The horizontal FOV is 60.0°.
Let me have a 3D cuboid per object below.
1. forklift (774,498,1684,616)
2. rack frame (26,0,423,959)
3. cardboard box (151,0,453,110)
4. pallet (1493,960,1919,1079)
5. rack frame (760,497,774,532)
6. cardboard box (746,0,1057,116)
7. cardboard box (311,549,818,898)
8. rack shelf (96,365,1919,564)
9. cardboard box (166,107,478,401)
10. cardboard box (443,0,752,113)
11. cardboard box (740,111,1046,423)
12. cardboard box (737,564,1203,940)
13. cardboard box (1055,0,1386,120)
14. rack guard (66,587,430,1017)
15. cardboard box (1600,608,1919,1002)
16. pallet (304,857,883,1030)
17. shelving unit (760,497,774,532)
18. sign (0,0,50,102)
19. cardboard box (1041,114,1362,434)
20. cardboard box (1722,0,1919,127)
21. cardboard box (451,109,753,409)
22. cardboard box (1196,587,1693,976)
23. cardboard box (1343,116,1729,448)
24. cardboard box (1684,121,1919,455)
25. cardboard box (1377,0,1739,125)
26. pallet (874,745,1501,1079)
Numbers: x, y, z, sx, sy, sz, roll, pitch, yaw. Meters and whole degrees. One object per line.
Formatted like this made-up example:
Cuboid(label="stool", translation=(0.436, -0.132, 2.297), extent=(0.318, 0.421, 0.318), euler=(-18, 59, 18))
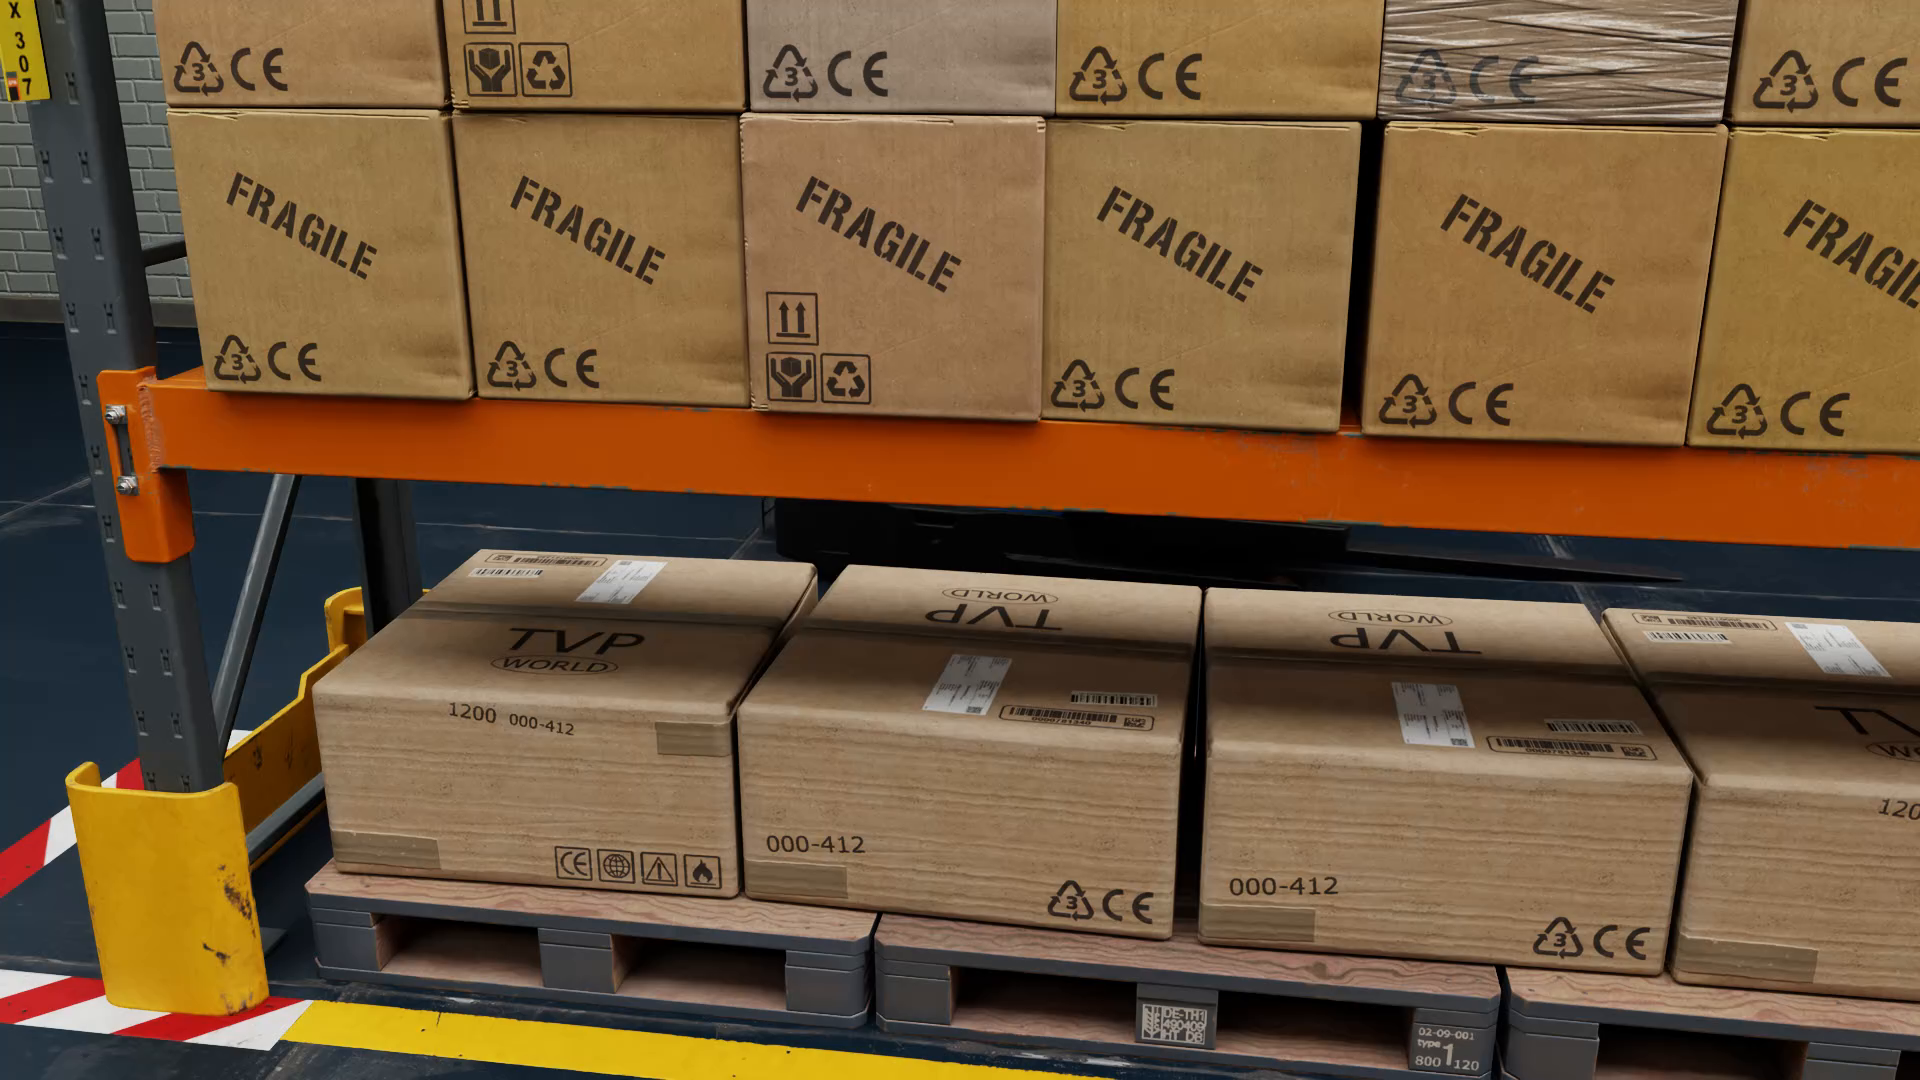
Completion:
Cuboid(label="forklift", translation=(0.914, -1.289, 5.538), extent=(3.031, 2.935, 1.130), euler=(5, 19, 15))
Cuboid(label="rack frame", translation=(-1.507, -0.636, 3.478), extent=(0.127, 3.000, 1.000), euler=(3, 19, 9))
Cuboid(label="cardboard box", translation=(-1.078, -1.045, 2.964), extent=(0.500, 0.500, 0.500), euler=(3, 19, 7))
Cuboid(label="pallet", translation=(1.704, 0.825, 3.506), extent=(1.213, 0.211, 1.003), euler=(3, 19, 9))
Cuboid(label="rack frame", translation=(-0.727, -0.495, 6.364), extent=(0.006, 0.900, 0.240), euler=(5, 19, 15))
Cuboid(label="cardboard box", translation=(-0.057, -0.997, 2.823), extent=(0.500, 0.500, 0.500), euler=(3, 19, 8))
Cuboid(label="cardboard box", translation=(-0.839, 0.381, 3.812), extent=(0.875, 0.438, 0.875), euler=(2, 19, 7))
Cuboid(label="rack shelf", translation=(0.468, -0.195, 3.291), extent=(4.000, 0.370, 1.077), euler=(3, 19, 9))
Cuboid(label="cardboard box", translation=(-1.078, -0.570, 3.121), extent=(0.500, 0.500, 0.500), euler=(3, 19, 8))
Cuboid(label="cardboard box", translation=(-0.567, -1.021, 2.893), extent=(0.500, 0.500, 0.500), euler=(2, 19, 7))
Cuboid(label="cardboard box", translation=(-0.075, -0.522, 2.977), extent=(0.500, 0.500, 0.500), euler=(3, 19, 8))
Cuboid(label="cardboard box", translation=(0.066, 0.425, 3.682), extent=(0.875, 0.438, 0.875), euler=(3, 19, 10))
Cuboid(label="cardboard box", translation=(0.436, -0.972, 2.749), extent=(0.500, 0.500, 0.500), euler=(3, 19, 9))
Cuboid(label="rack guard", translation=(-1.530, 0.548, 3.878), extent=(0.348, 0.500, 1.175), euler=(3, 19, 9))
Cuboid(label="cardboard box", translation=(1.840, 0.516, 3.411), extent=(0.875, 0.438, 0.875), euler=(3, 19, 8))
Cuboid(label="pallet", translation=(-0.705, 0.702, 3.873), extent=(1.213, 0.211, 1.003), euler=(3, 19, 9))
Cuboid(label="shelving unit", translation=(-0.630, -0.486, 6.337), extent=(0.210, 0.900, 0.258), euler=(5, 19, 15))
Cuboid(label="sign", translation=(-1.600, -0.911, 2.809), extent=(0.005, 0.325, 0.100), euler=(3, 19, 9))
Cuboid(label="cardboard box", translation=(0.422, -0.502, 2.918), extent=(0.500, 0.500, 0.500), euler=(4, 19, 10))
Cuboid(label="cardboard box", translation=(1.433, -0.922, 2.598), extent=(0.500, 0.500, 0.500), euler=(3, 19, 8))
Cuboid(label="cardboard box", translation=(-0.574, -0.553, 3.071), extent=(0.500, 0.500, 0.500), euler=(3, 19, 8))
Cuboid(label="cardboard box", translation=(0.956, 0.471, 3.545), extent=(0.875, 0.438, 0.875), euler=(2, 19, 7))
Cuboid(label="cardboard box", translation=(0.937, -0.471, 2.825), extent=(0.500, 0.500, 0.500), euler=(3, 19, 8))
Cuboid(label="cardboard box", translation=(1.435, -0.450, 2.763), extent=(0.500, 0.500, 0.500), euler=(2, 19, 7))
Cuboid(label="cardboard box", translation=(0.929, -0.945, 2.666), extent=(0.500, 0.500, 0.500), euler=(3, 19, 9))
Cuboid(label="pallet", translation=(0.496, 0.764, 3.687), extent=(1.213, 0.211, 1.003), euler=(3, 19, 9))
